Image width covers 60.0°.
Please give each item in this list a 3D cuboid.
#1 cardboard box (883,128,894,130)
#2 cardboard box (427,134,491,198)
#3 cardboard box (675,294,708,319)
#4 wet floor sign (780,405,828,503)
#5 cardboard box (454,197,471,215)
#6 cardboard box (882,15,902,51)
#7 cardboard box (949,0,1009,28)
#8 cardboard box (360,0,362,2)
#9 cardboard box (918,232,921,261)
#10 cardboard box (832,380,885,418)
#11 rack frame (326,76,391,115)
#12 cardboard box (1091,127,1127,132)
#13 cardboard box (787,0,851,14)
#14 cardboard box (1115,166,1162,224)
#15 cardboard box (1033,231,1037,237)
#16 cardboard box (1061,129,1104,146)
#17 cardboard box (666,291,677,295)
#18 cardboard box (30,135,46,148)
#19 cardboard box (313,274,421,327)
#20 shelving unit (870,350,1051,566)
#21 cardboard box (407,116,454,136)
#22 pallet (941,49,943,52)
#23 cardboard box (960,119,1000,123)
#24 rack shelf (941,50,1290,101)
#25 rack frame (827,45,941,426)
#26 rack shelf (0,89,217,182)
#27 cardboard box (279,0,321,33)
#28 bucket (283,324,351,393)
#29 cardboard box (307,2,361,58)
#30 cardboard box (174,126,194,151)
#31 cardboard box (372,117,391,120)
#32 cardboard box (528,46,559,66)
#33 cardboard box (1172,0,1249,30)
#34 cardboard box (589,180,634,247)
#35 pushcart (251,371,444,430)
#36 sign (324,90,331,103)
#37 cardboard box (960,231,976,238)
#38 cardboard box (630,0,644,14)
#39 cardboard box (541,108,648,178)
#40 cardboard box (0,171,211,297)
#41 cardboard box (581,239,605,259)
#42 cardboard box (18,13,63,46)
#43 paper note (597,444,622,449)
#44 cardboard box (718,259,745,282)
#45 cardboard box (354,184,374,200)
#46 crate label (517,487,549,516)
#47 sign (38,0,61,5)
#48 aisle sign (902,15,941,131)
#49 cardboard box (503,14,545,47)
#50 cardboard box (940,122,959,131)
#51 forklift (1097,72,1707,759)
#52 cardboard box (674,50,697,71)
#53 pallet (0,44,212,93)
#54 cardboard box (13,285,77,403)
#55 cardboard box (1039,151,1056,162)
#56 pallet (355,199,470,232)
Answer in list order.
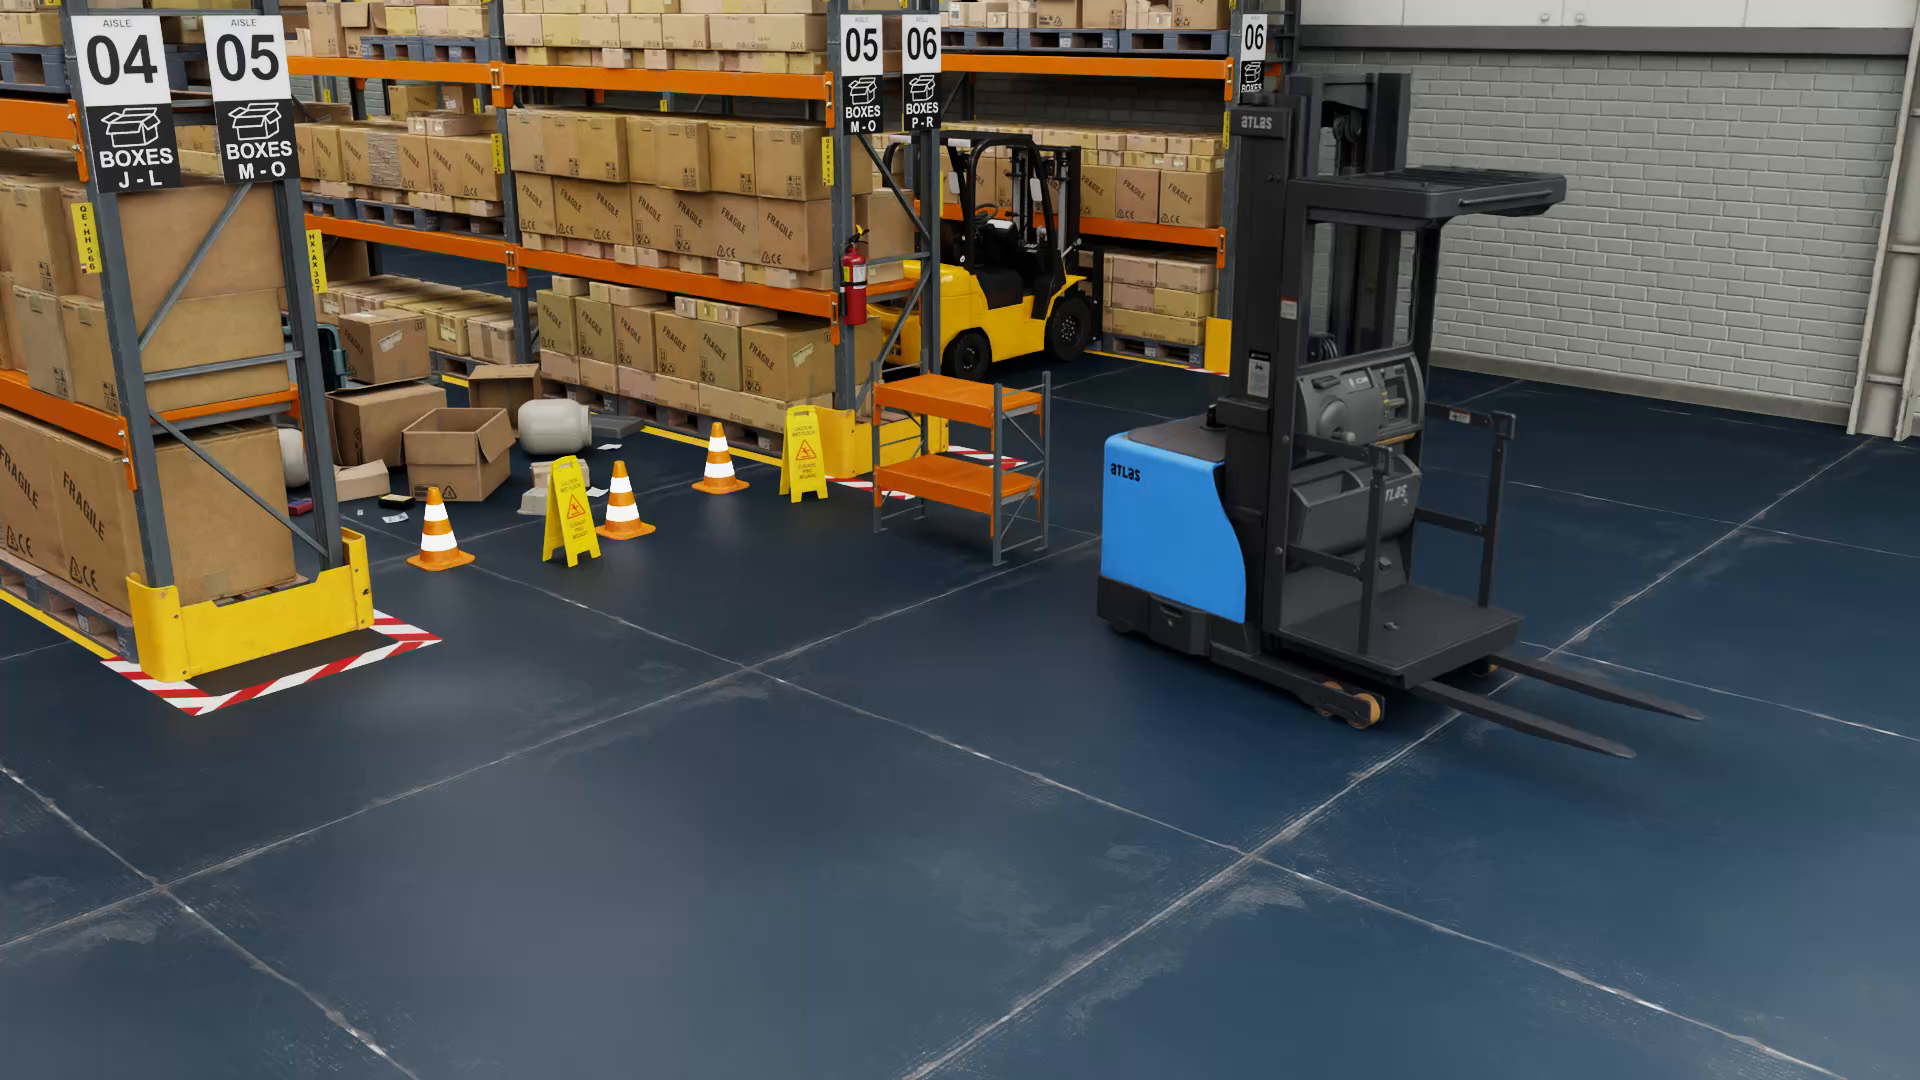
[{"bbox_3d":[-0.899,-4.580,18.847,0.250,0.149,0.380,15,23,39],"label":"cardboard box"},{"bbox_3d":[-4.383,-3.347,14.849,0.500,0.500,0.500,15,23,40],"label":"cardboard box"},{"bbox_3d":[-1.995,-1.836,12.976,0.250,0.149,0.380,16,24,42],"label":"cardboard box"},{"bbox_3d":[-1.089,-0.612,11.474,0.267,0.644,0.232,-9,20,-27],"label":"wet floor sign"},{"bbox_3d":[-4.267,-2.996,14.814,0.250,0.149,0.380,14,22,38],"label":"cardboard box"},{"bbox_3d":[-0.720,-3.676,12.033,0.500,0.250,0.500,15,23,38],"label":"cardboard box"},{"bbox_3d":[0.239,-5.354,16.853,0.500,0.311,0.500,16,23,40],"label":"cardboard box"},{"bbox_3d":[-8.663,-7.837,24.318,0.500,0.250,0.500,15,23,39],"label":"cardboard box"},{"bbox_3d":[-0.619,-3.112,18.690,0.625,0.625,0.875,16,24,42],"label":"cardboard box"},{"bbox_3d":[-0.941,-1.129,13.060,0.500,0.250,0.500,15,23,39],"label":"cardboard box"},{"bbox_3d":[-9.196,-6.351,25.664,0.127,3.000,1.000,15,23,39],"label":"rack frame"},{"bbox_3d":[1.523,-4.070,16.747,0.250,0.149,0.380,15,23,40],"label":"cardboard box"},{"bbox_3d":[-0.970,-3.706,11.468,0.250,0.149,0.380,15,23,40],"label":"cardboard box"},{"bbox_3d":[1.846,-3.332,15.985,0.500,0.500,0.500,16,24,41],"label":"cardboard box"},{"bbox_3d":[0.664,-3.154,17.790,0.500,0.250,0.500,15,23,38],"label":"cardboard box"},{"bbox_3d":[1.212,-3.968,16.426,0.250,0.149,0.380,15,23,40],"label":"cardboard box"},{"bbox_3d":[-2.511,-1.905,14.267,0.500,0.500,0.500,16,23,40],"label":"cardboard box"},{"bbox_3d":[-11.169,-4.815,20.660,0.500,0.500,0.500,16,24,41],"label":"cardboard box"},{"bbox_3d":[-6.089,-2.453,17.031,0.625,0.372,0.950,13,22,36],"label":"cardboard box"},{"bbox_3d":[-0.005,-0.538,10.446,1.048,1.125,0.538,15,23,39],"label":"shelving unit"},{"bbox_3d":[-4.753,-3.743,15.024,0.250,0.149,0.380,14,22,37],"label":"cardboard box"},{"bbox_3d":[-0.889,-5.454,18.196,1.217,0.209,0.805,14,22,37],"label":"pallet"},{"bbox_3d":[0.218,-4.444,17.927,0.250,0.149,0.380,15,23,39],"label":"cardboard box"},{"bbox_3d":[1.275,-4.627,16.462,4.000,0.370,1.077,15,23,39],"label":"rack shelf"},{"bbox_3d":[-0.521,-2.015,12.001,0.127,3.000,1.000,15,23,39],"label":"rack frame"},{"bbox_3d":[-5.227,-2.363,9.328,4.000,0.370,1.077,15,23,39],"label":"rack shelf"},{"bbox_3d":[-6.887,-5.341,16.660,0.637,0.503,0.797,13,22,36],"label":"cardboard box"},{"bbox_3d":[-5.091,-1.336,12.761,0.726,0.611,0.620,-9,10,-27],"label":"bucket"},{"bbox_3d":[-5.803,-4.906,15.986,0.500,0.500,0.700,15,23,39],"label":"cardboard box"},{"bbox_3d":[-8.195,-4.495,17.999,0.500,0.500,0.500,15,23,38],"label":"cardboard box"},{"bbox_3d":[-8.659,-6.168,24.844,0.500,0.250,0.500,15,23,40],"label":"cardboard box"},{"bbox_3d":[-3.286,-3.944,13.536,0.250,0.149,0.380,15,23,39],"label":"cardboard box"},{"bbox_3d":[2.278,-4.897,15.100,0.500,0.500,0.500,16,24,41],"label":"cardboard box"},{"bbox_3d":[-2.611,-2.656,13.366,0.500,0.500,0.500,15,23,39],"label":"cardboard box"},{"bbox_3d":[-4.989,-1.042,13.271,0.936,0.377,1.648,7,19,21],"label":"pushcart"},{"bbox_3d":[-9.556,-6.641,25.146,0.005,0.325,0.100,15,23,39],"label":"sign"},{"bbox_3d":[-0.068,-3.139,17.744,0.500,0.250,0.500,15,23,38],"label":"cardboard box"},{"bbox_3d":[-2.276,-4.077,12.638,0.250,0.149,0.380,16,23,40],"label":"cardboard box"},{"bbox_3d":[-2.960,-3.239,13.548,0.500,0.500,0.700,15,23,40],"label":"cardboard box"},{"bbox_3d":[-4.456,-1.633,8.766,0.550,0.550,0.875,15,23,39],"label":"cardboard box"},{"bbox_3d":[-2.886,-2.419,13.691,0.250,0.149,0.380,16,24,41],"label":"cardboard box"},{"bbox_3d":[-4.205,-2.422,7.882,0.250,0.149,0.380,15,23,39],"label":"cardboard box"},{"bbox_3d":[-2.703,-0.726,12.849,0.148,0.019,0.142,7,19,21],"label":"paper note"},{"bbox_3d":[-1.596,-2.048,12.523,0.250,0.149,0.380,16,23,40],"label":"cardboard box"},{"bbox_3d":[-5.598,-3.374,16.004,0.380,0.149,0.250,-17,24,-42],"label":"cardboard box"},{"bbox_3d":[-2.811,-0.269,11.233,0.298,0.136,0.250,4,18,11],"label":"crate label"},{"bbox_3d":[-4.102,-2.568,7.454,0.005,0.325,0.100,15,23,39],"label":"sign"},{"bbox_3d":[-0.269,-3.311,11.789,0.004,0.787,0.394,15,23,39],"label":"aisle sign"},{"bbox_3d":[-3.366,-4.167,13.582,0.500,0.250,0.500,14,23,38],"label":"cardboard box"},{"bbox_3d":[-0.180,-4.309,17.501,0.250,0.149,0.380,16,23,40],"label":"cardboard box"},{"bbox_3d":[2.088,-0.681,7.913,1.130,2.935,3.031,-15,23,-38],"label":"forklift"},{"bbox_3d":[-1.913,-3.596,12.441,0.250,0.149,0.380,14,22,38],"label":"cardboard box"},{"bbox_3d":[-4.293,-2.408,8.429,1.213,0.211,1.003,15,23,39],"label":"pallet"},{"bbox_3d":[-4.465,-1.116,8.920,0.550,0.550,0.875,15,23,39],"label":"cardboard box"},{"bbox_3d":[0.986,-3.860,16.577,0.250,0.149,0.380,14,23,38],"label":"cardboard box"},{"bbox_3d":[-4.997,-3.141,15.868,1.213,0.211,1.003,15,23,39],"label":"pallet"}]
